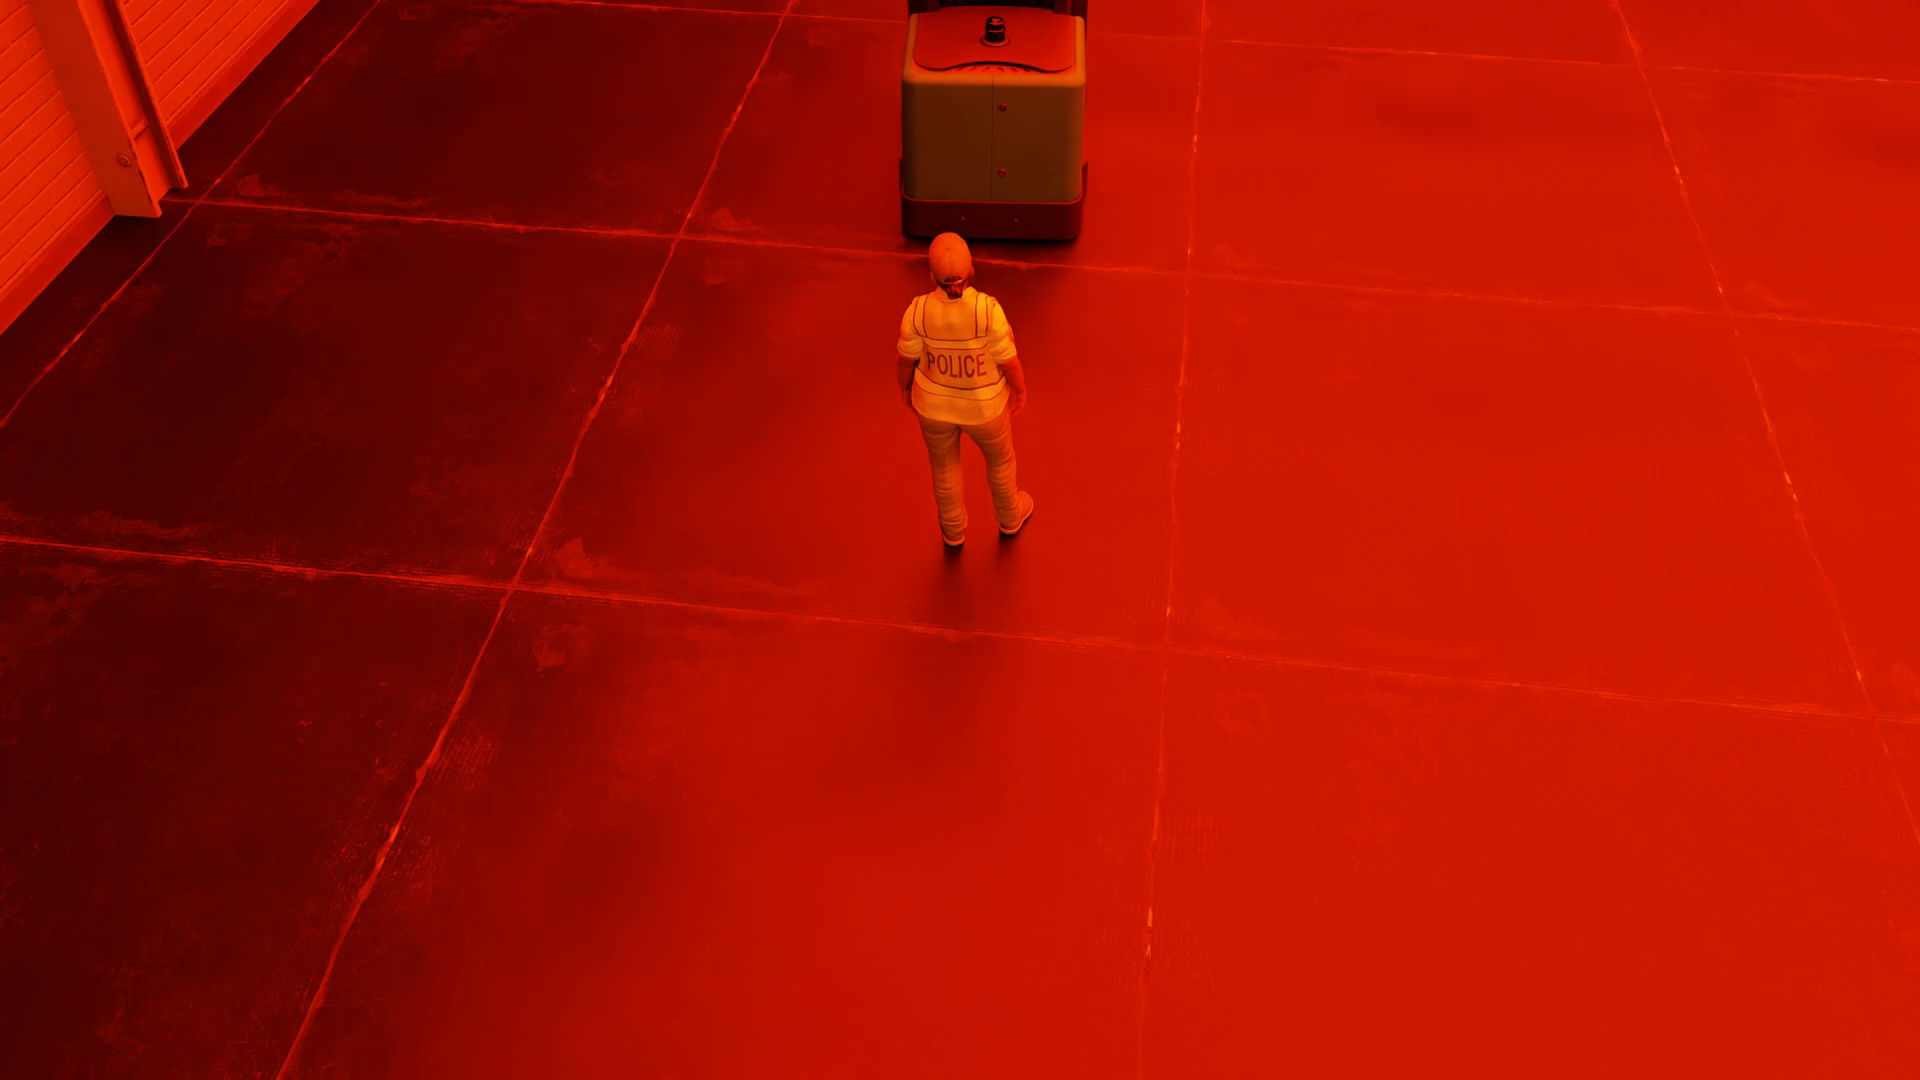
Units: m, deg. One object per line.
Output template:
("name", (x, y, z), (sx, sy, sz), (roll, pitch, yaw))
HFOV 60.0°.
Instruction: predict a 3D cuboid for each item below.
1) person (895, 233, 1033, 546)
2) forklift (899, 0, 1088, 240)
("person", (0.033, -0.669, 7.375), (0.598, 1.670, 0.529), (5, 43, 6))
("forklift", (0.241, -3.810, 9.872), (1.130, 2.935, 3.031), (2, 43, 2))
